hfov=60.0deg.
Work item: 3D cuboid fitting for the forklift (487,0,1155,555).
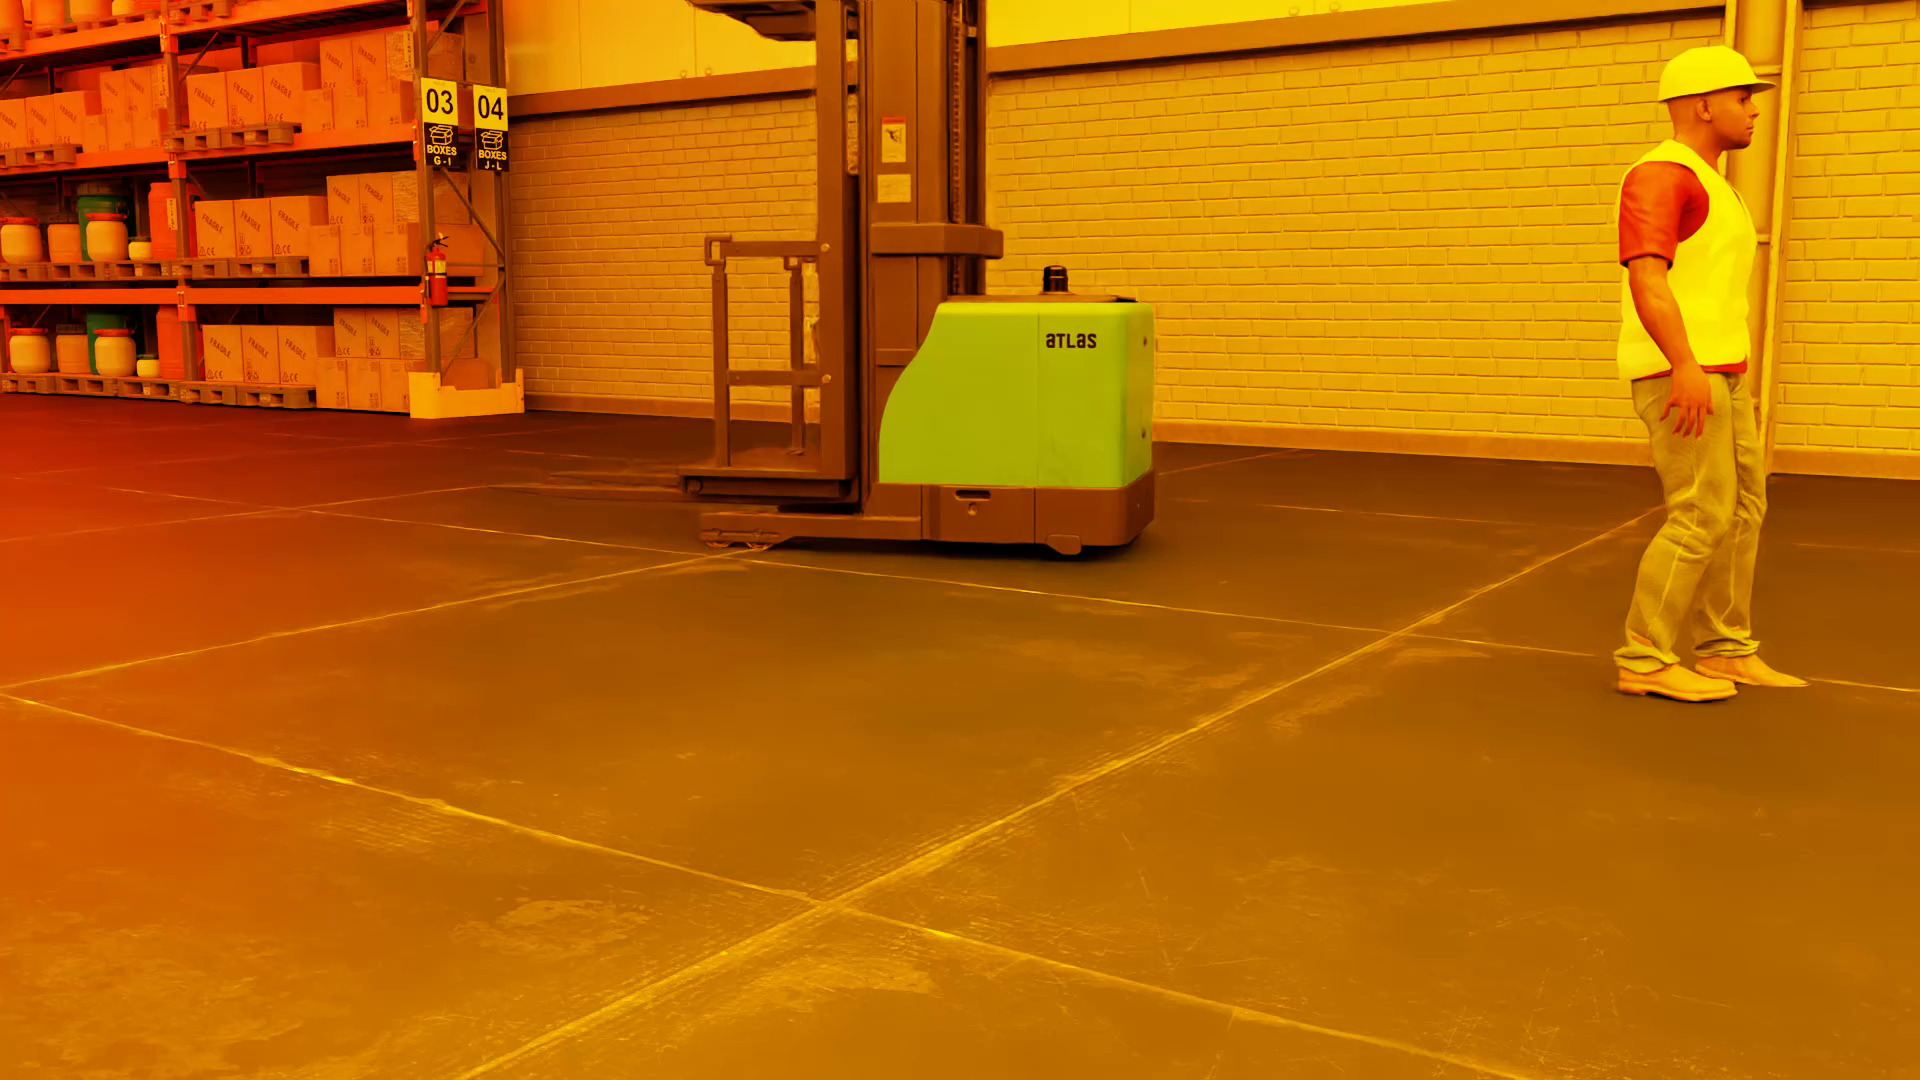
[{"bbox_3d":[-0.664,-1.474,7.559,3.031,2.935,1.130,2,8,14],"label":"forklift"}]

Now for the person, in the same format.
[{"bbox_3d":[2.070,-0.434,4.551,0.518,1.789,0.657,5,10,34],"label":"person"}]
